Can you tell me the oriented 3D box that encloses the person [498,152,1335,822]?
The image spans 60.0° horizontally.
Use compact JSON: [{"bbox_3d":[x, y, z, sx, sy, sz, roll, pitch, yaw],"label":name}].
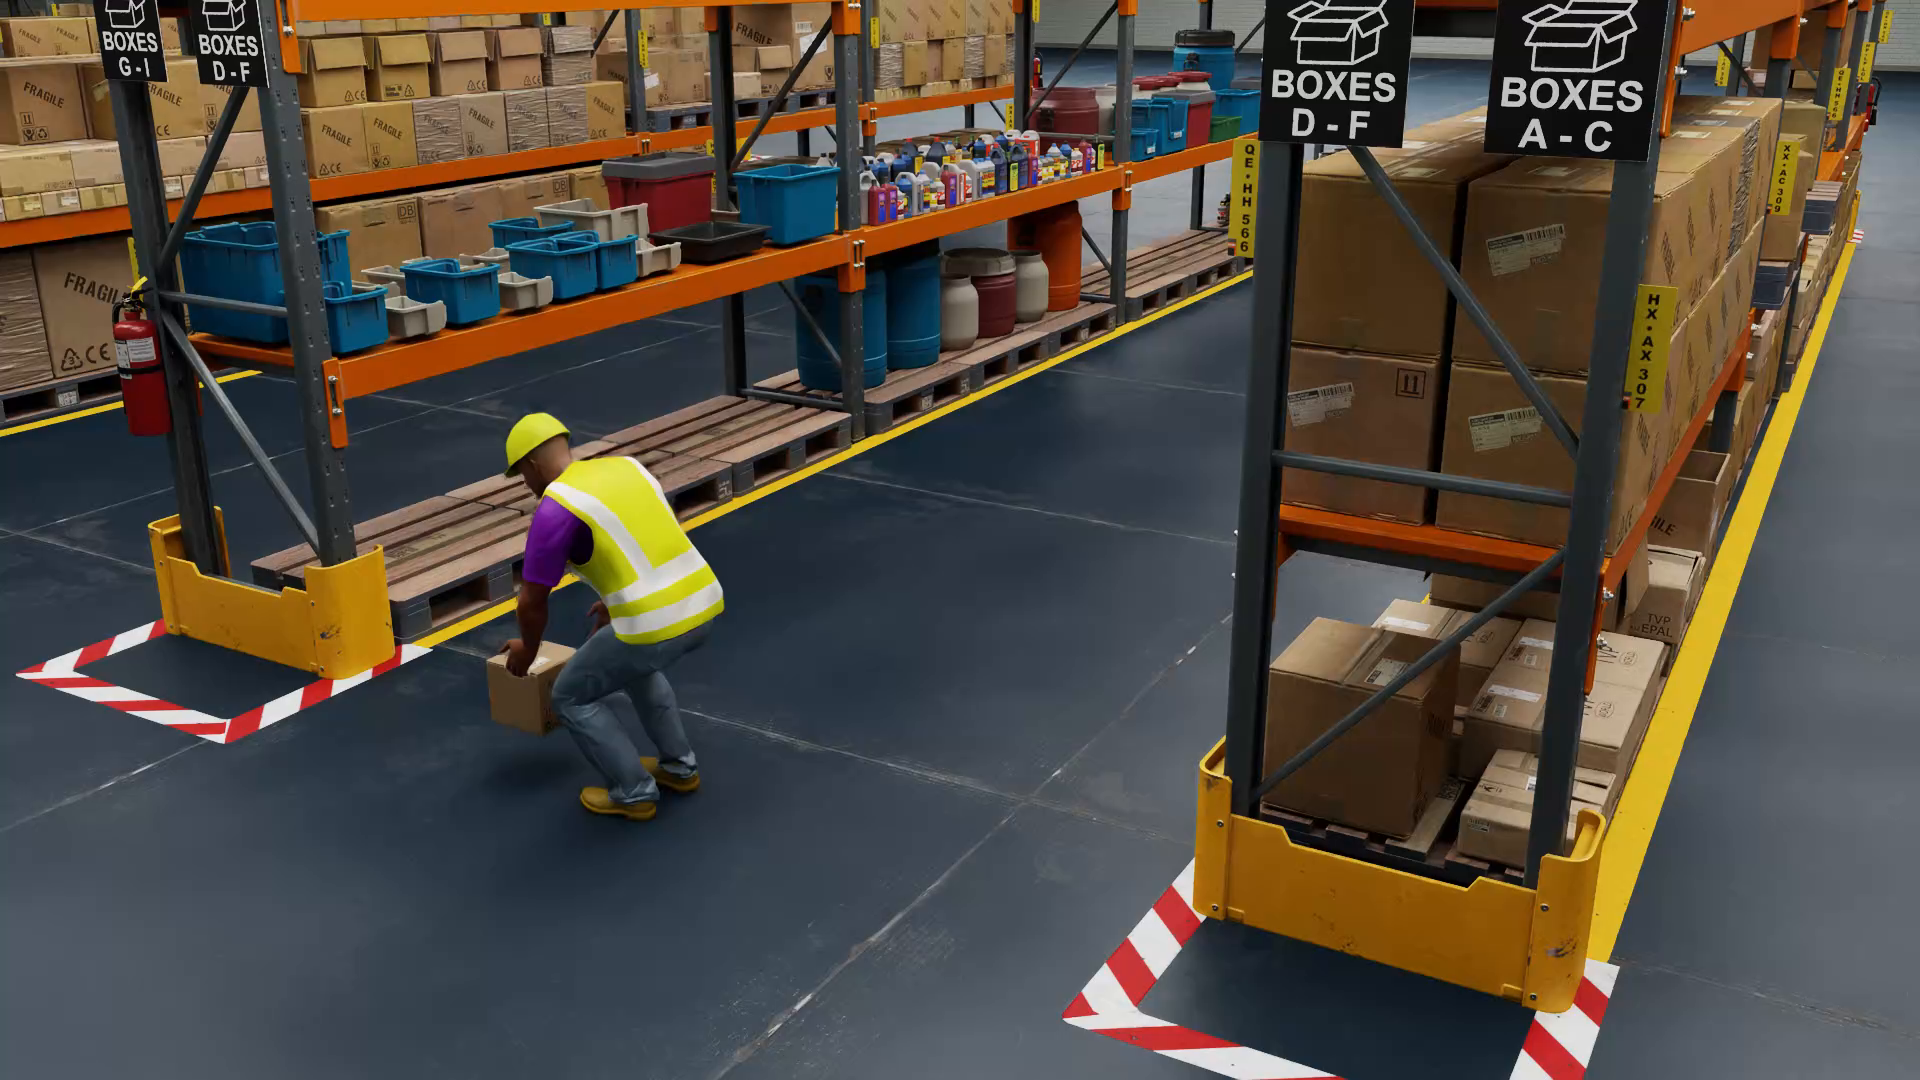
[{"bbox_3d":[1.604,-2.073,12.501,2.793,1.405,15.757,11,22,28],"label":"person"}]
